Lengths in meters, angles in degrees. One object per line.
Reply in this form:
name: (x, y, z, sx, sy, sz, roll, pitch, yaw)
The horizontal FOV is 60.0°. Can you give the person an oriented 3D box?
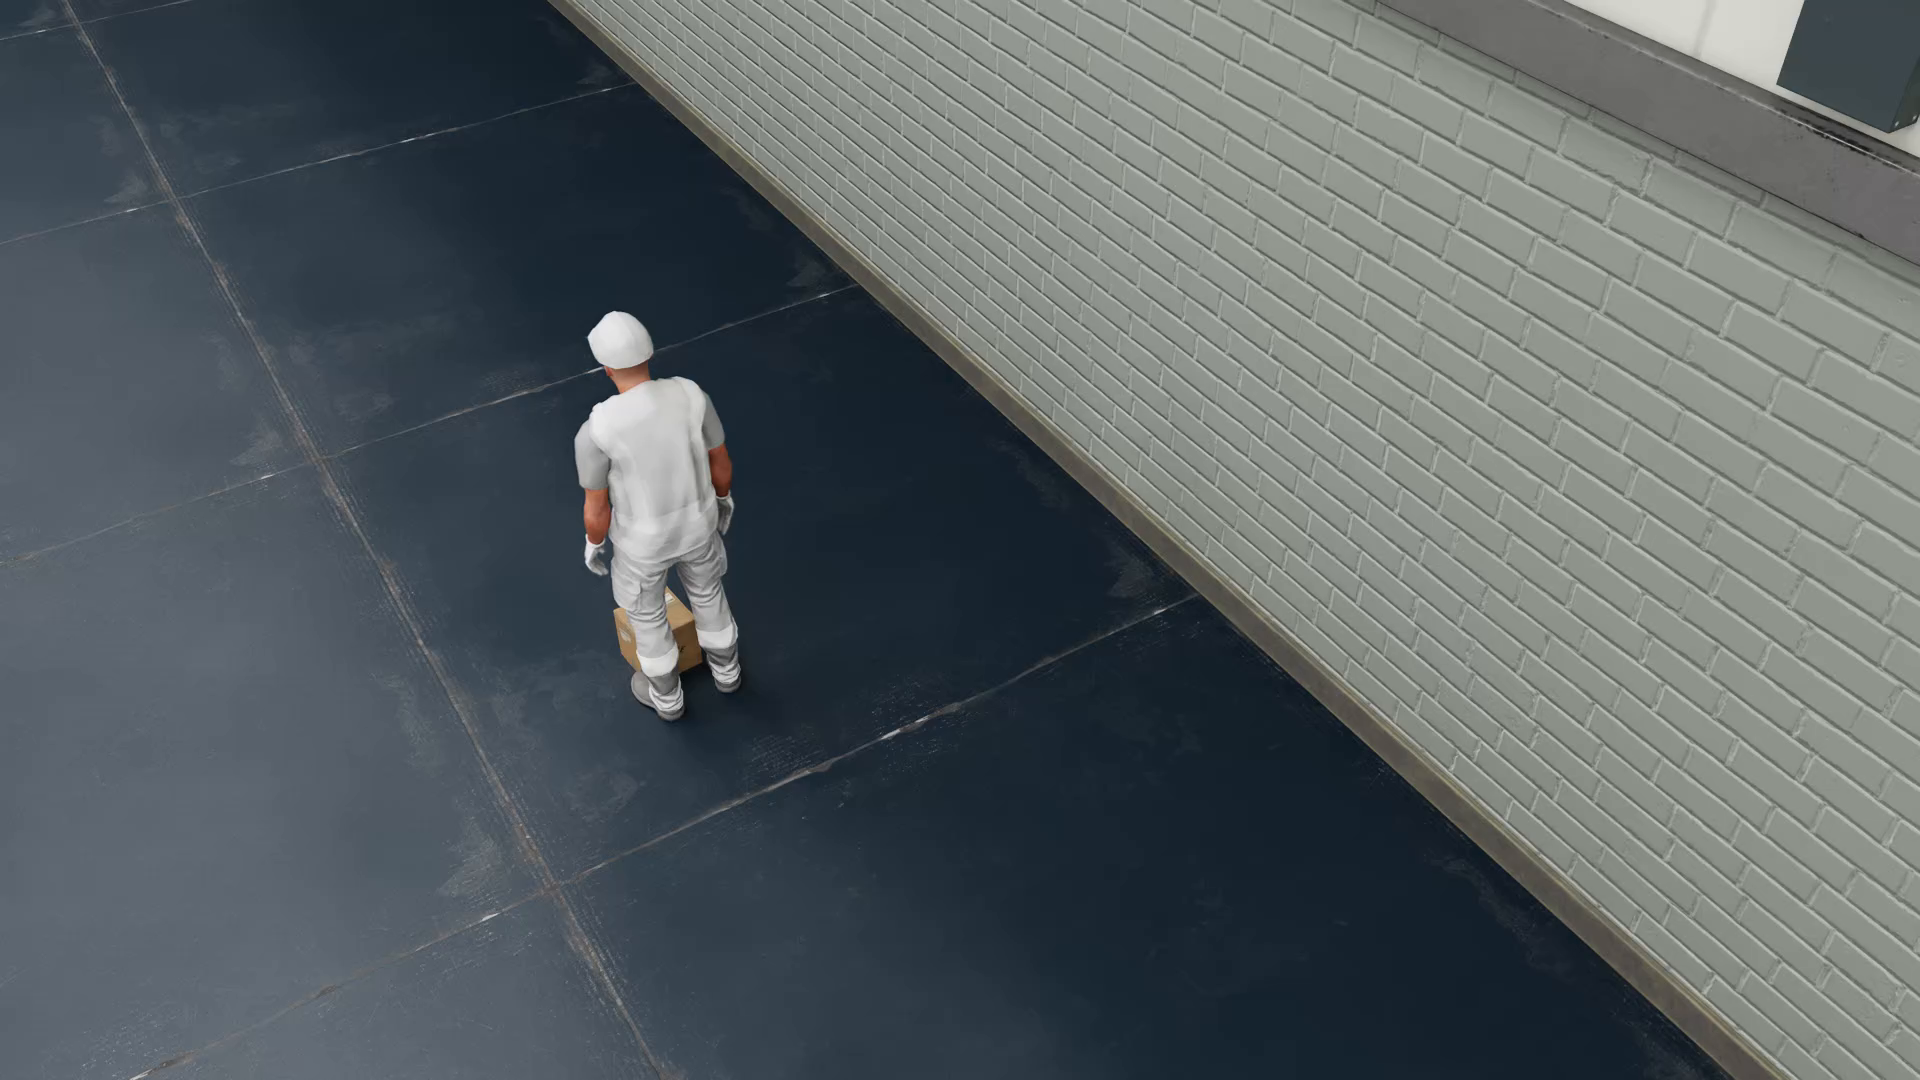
person: (-1.117, -0.059, 6.215, 0.609, 1.779, 0.449, -22, 45, -24)
